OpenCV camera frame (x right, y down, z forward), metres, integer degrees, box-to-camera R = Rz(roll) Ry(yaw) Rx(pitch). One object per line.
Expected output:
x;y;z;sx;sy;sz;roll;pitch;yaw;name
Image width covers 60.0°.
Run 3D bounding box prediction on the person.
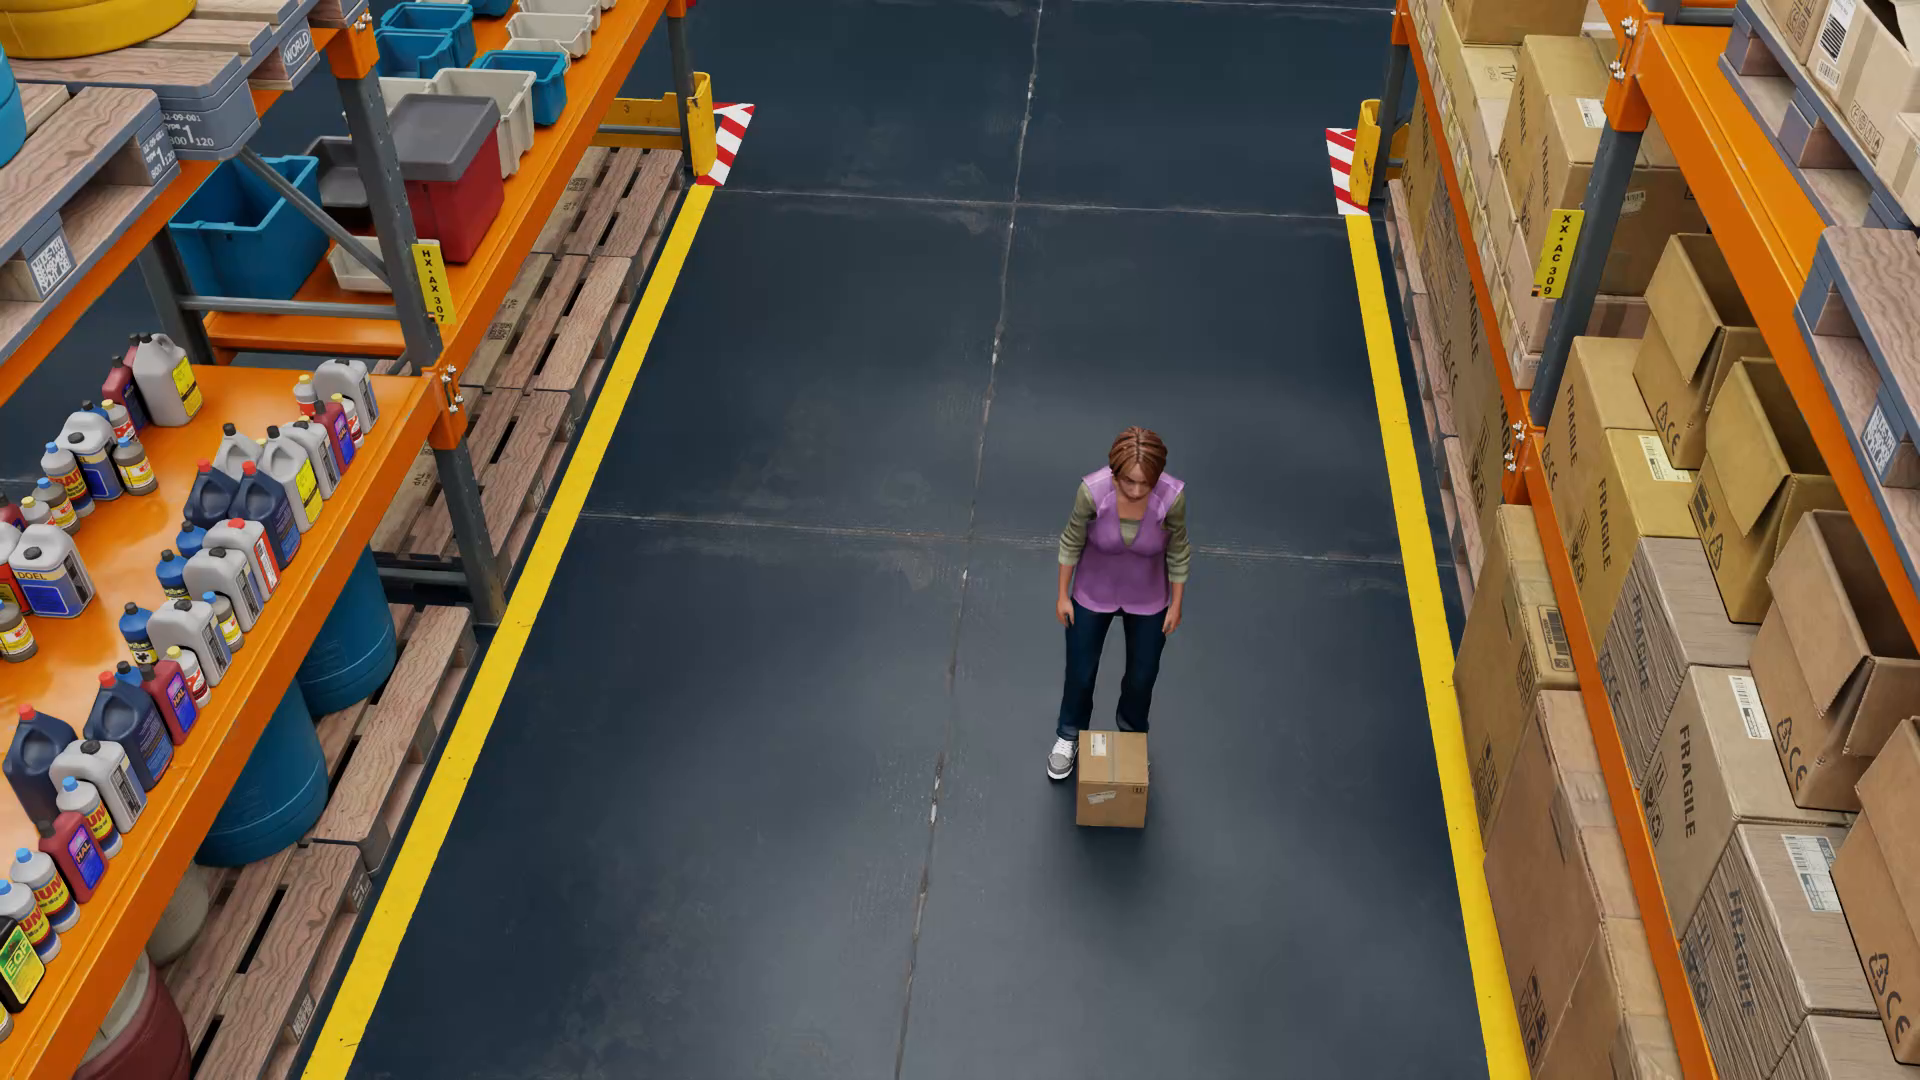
0.570;0.221;5.909;0.459;1.591;0.348;3;41;4;person
